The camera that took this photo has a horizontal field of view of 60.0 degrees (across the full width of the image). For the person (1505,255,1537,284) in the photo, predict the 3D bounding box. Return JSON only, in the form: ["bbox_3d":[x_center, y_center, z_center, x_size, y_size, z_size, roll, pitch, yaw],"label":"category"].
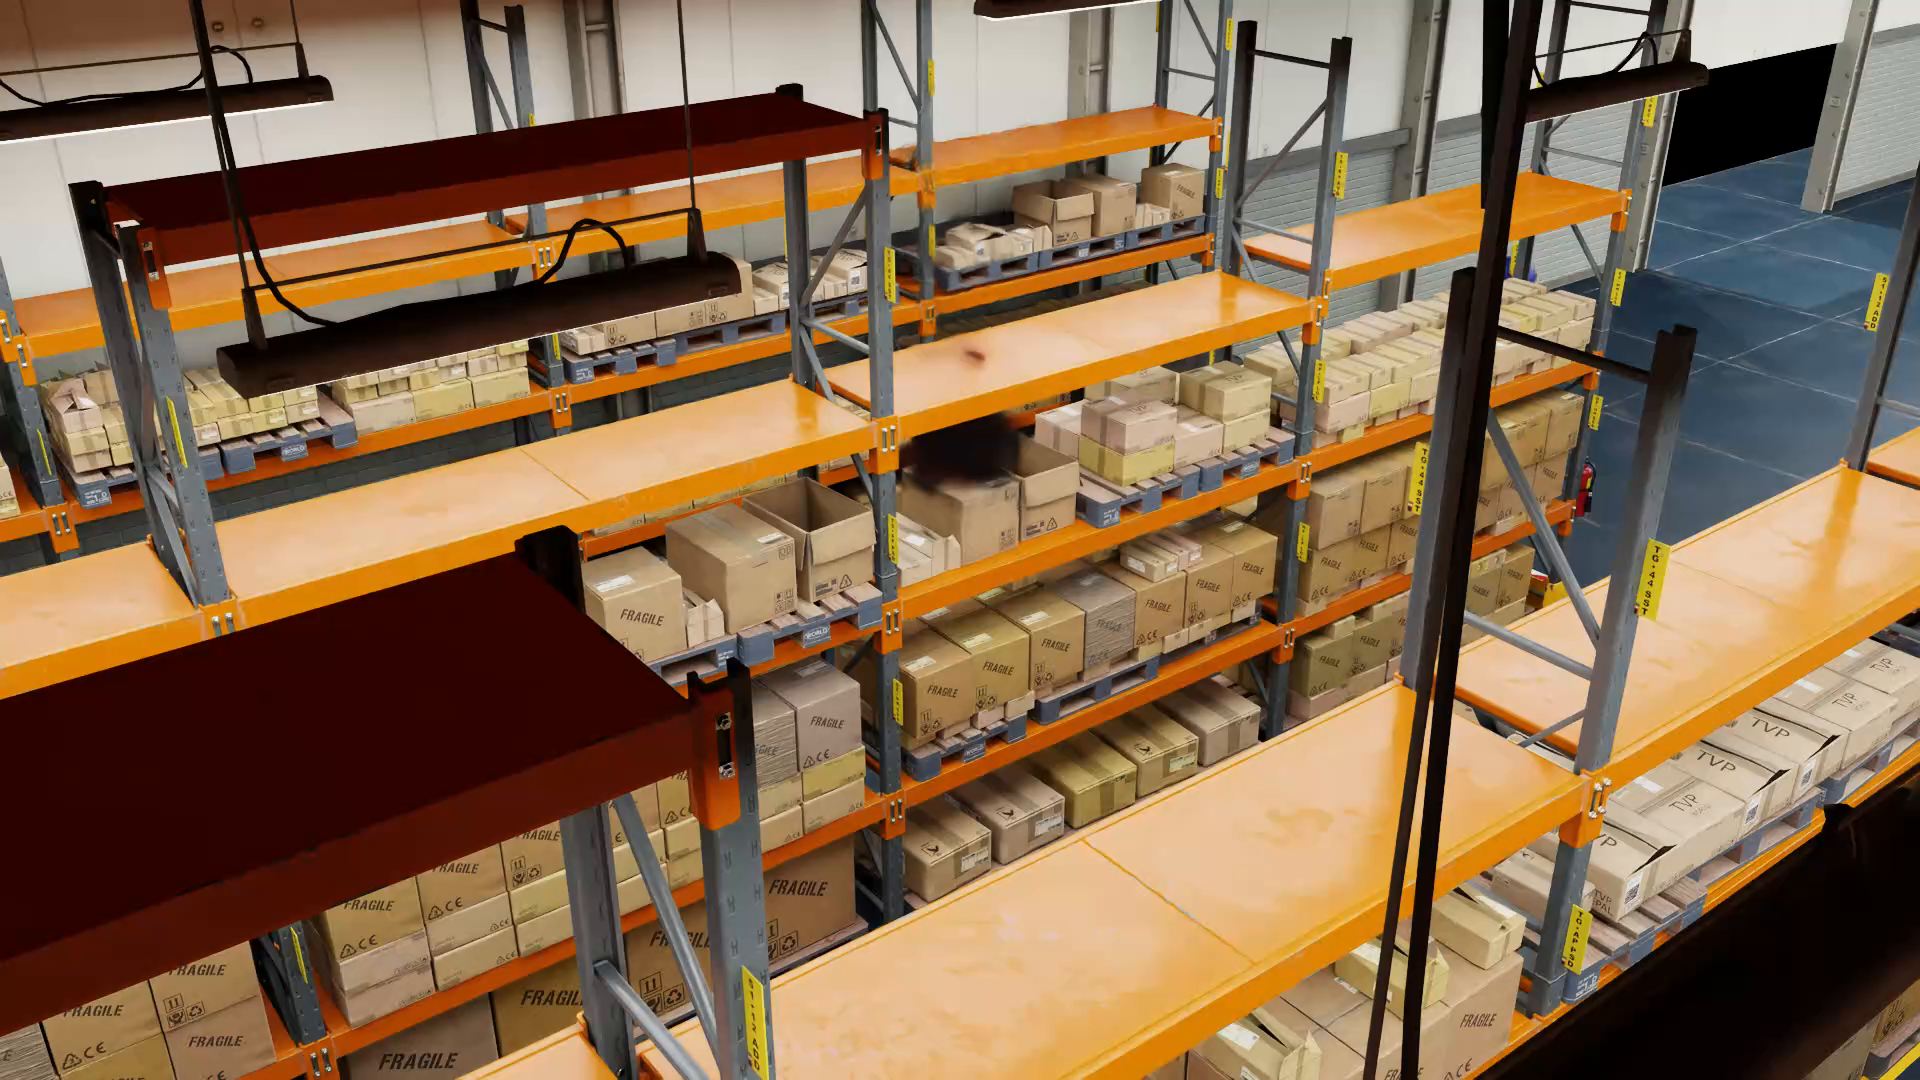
[{"bbox_3d":[7.605,-3.309,23.019,0.831,1.683,0.599,-15,30,-28],"label":"person"}]
